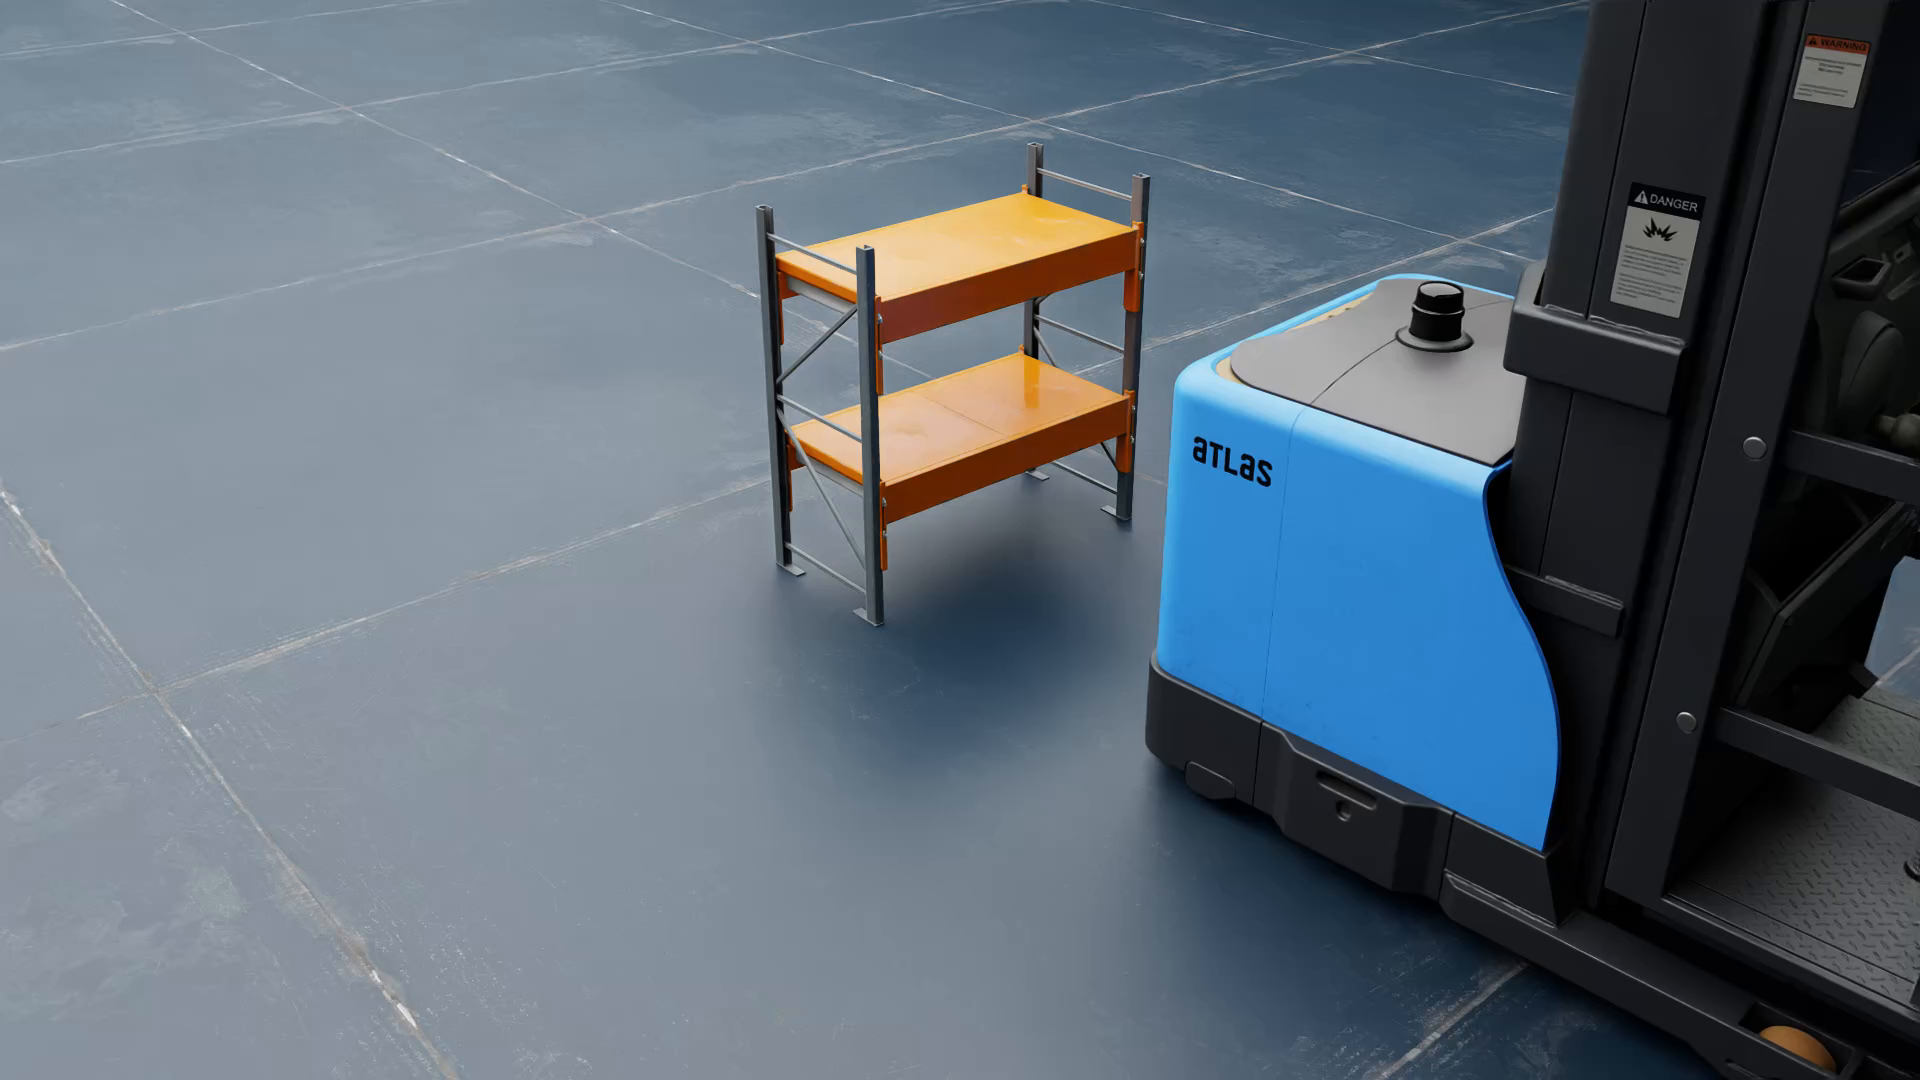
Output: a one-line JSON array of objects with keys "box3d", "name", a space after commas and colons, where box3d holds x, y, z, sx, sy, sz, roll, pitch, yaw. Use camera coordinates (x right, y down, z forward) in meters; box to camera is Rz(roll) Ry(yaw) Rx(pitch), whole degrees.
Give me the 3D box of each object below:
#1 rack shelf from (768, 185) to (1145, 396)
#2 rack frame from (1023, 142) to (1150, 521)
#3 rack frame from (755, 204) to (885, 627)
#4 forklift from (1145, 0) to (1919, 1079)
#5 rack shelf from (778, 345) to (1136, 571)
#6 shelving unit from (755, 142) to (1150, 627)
[{"box3d": [-0.005, -0.752, 4.843, 1.000, 0.278, 0.538, -22, 35, -35], "name": "rack shelf"}, {"box3d": [0.382, -0.650, 5.272, 0.032, 1.125, 0.500, -22, 35, -35], "name": "rack frame"}, {"box3d": [-0.392, -0.339, 4.690, 0.032, 1.125, 0.500, -22, 35, -35], "name": "rack frame"}, {"box3d": [1.869, -0.404, 2.896, 3.031, 2.935, 1.130, 25, 37, 38], "name": "forklift"}, {"box3d": [-0.005, -0.278, 5.096, 1.000, 0.278, 0.538, -22, 35, -35], "name": "rack shelf"}, {"box3d": [-0.005, -0.494, 4.981, 1.048, 1.125, 0.538, -22, 35, -35], "name": "shelving unit"}]
